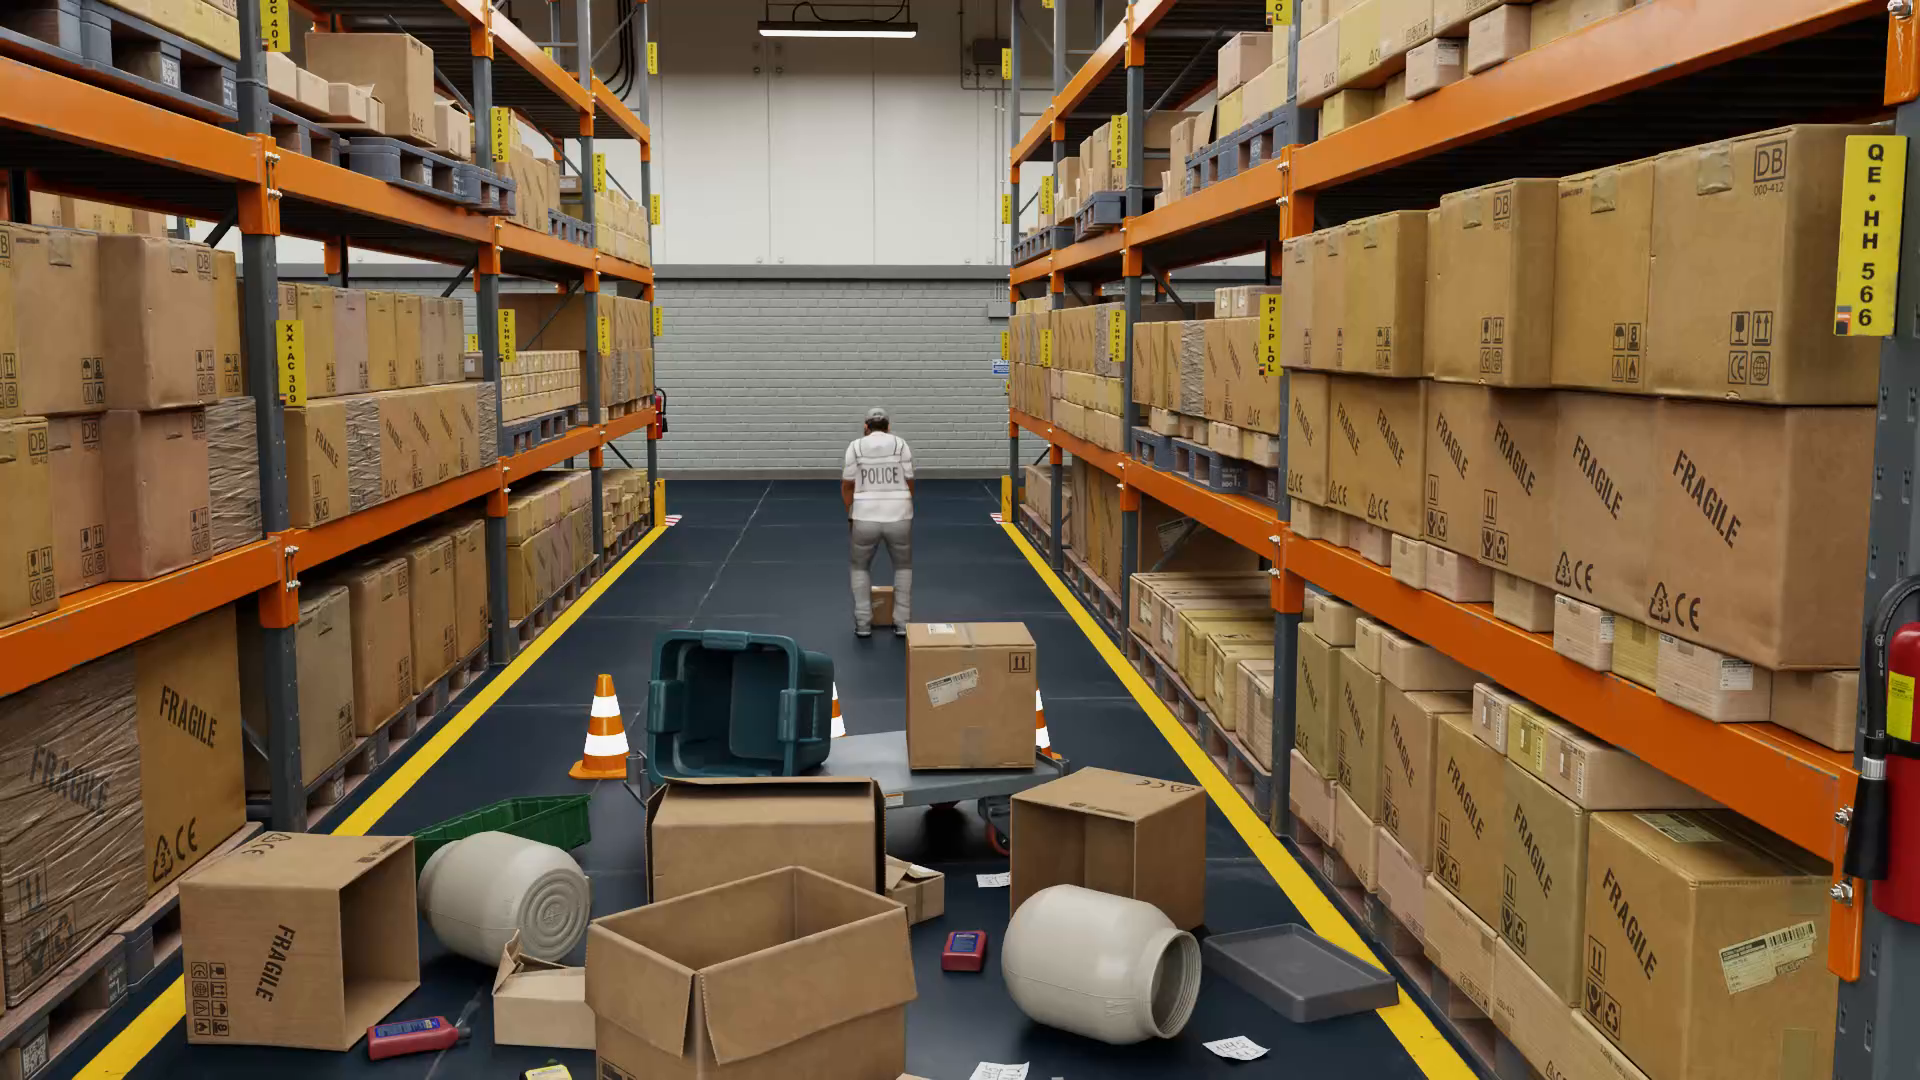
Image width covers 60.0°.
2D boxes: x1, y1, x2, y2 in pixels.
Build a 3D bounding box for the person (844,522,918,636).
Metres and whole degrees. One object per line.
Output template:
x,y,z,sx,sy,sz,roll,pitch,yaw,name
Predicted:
-0.558,0.314,11.789,0.526,0.815,0.900,-1,7,-4,person
